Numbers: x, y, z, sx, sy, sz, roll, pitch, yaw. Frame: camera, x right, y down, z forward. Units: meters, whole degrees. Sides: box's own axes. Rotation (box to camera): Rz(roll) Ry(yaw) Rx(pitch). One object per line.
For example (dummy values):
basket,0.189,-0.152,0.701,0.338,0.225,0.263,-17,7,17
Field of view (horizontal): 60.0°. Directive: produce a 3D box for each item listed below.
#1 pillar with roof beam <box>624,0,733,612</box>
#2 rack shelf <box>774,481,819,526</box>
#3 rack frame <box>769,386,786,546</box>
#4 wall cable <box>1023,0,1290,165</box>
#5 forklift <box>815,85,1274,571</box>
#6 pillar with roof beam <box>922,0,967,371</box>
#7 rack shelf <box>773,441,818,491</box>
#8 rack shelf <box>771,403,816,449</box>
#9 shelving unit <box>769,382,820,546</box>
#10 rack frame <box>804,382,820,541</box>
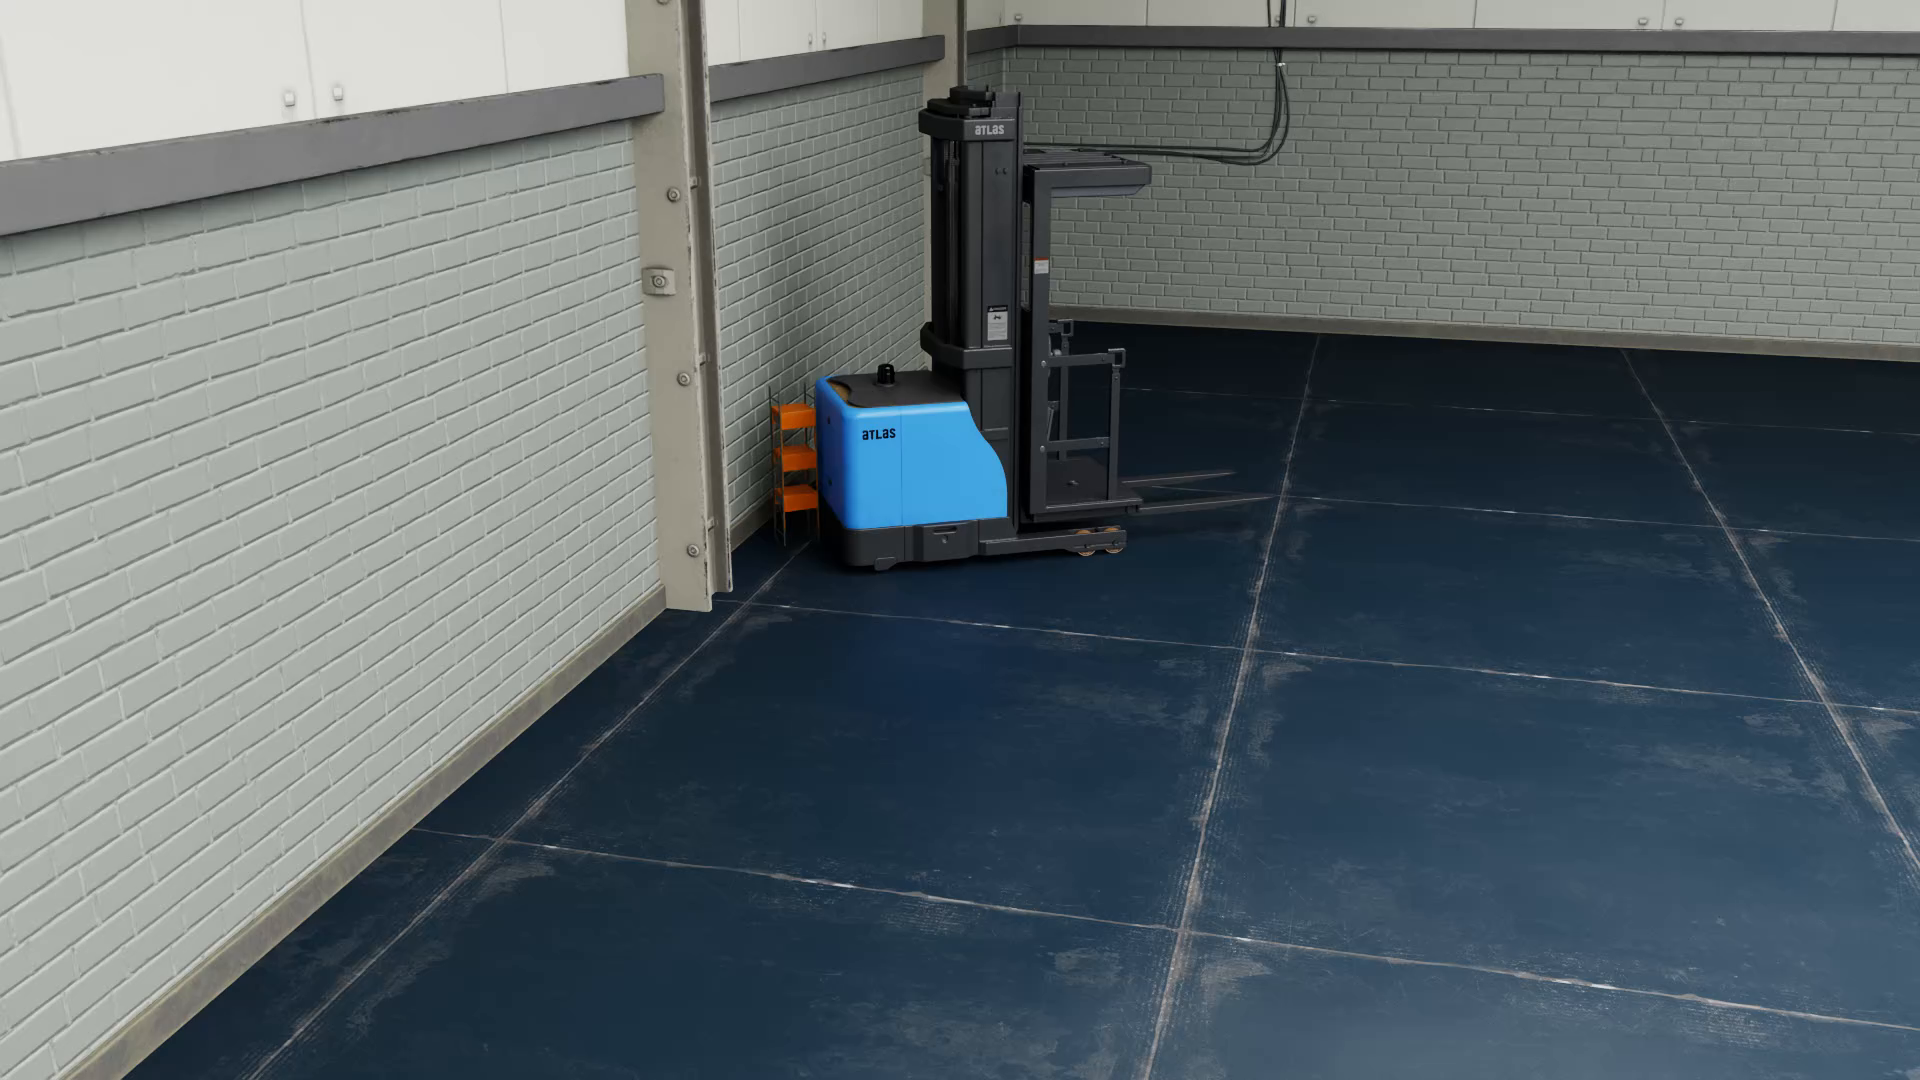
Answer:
pillar with roof beam,2.573,-3.563,7.697,9.100,9.000,0.400,5,19,13
rack shelf,-1.097,-0.228,11.124,0.240,0.259,0.215,-9,21,-24
rack frame,-1.207,-0.484,10.981,0.008,1.050,0.200,-9,21,-24
wall cable,1.867,-5.133,17.097,3.097,2.526,0.112,5,19,13
forklift,0.599,-1.441,10.873,3.031,2.935,1.130,-5,20,-15
pillar with roof beam,4.039,-5.443,13.202,9.100,9.000,0.400,5,19,13
rack shelf,-1.097,-0.491,11.034,0.240,0.259,0.215,-9,21,-24
rack shelf,-1.097,-0.760,10.942,0.240,0.259,0.215,-9,21,-24
shelving unit,-1.097,-0.501,11.031,0.252,1.050,0.215,-9,21,-24
rack frame,-0.987,-0.518,11.080,0.008,1.050,0.200,-9,21,-24
